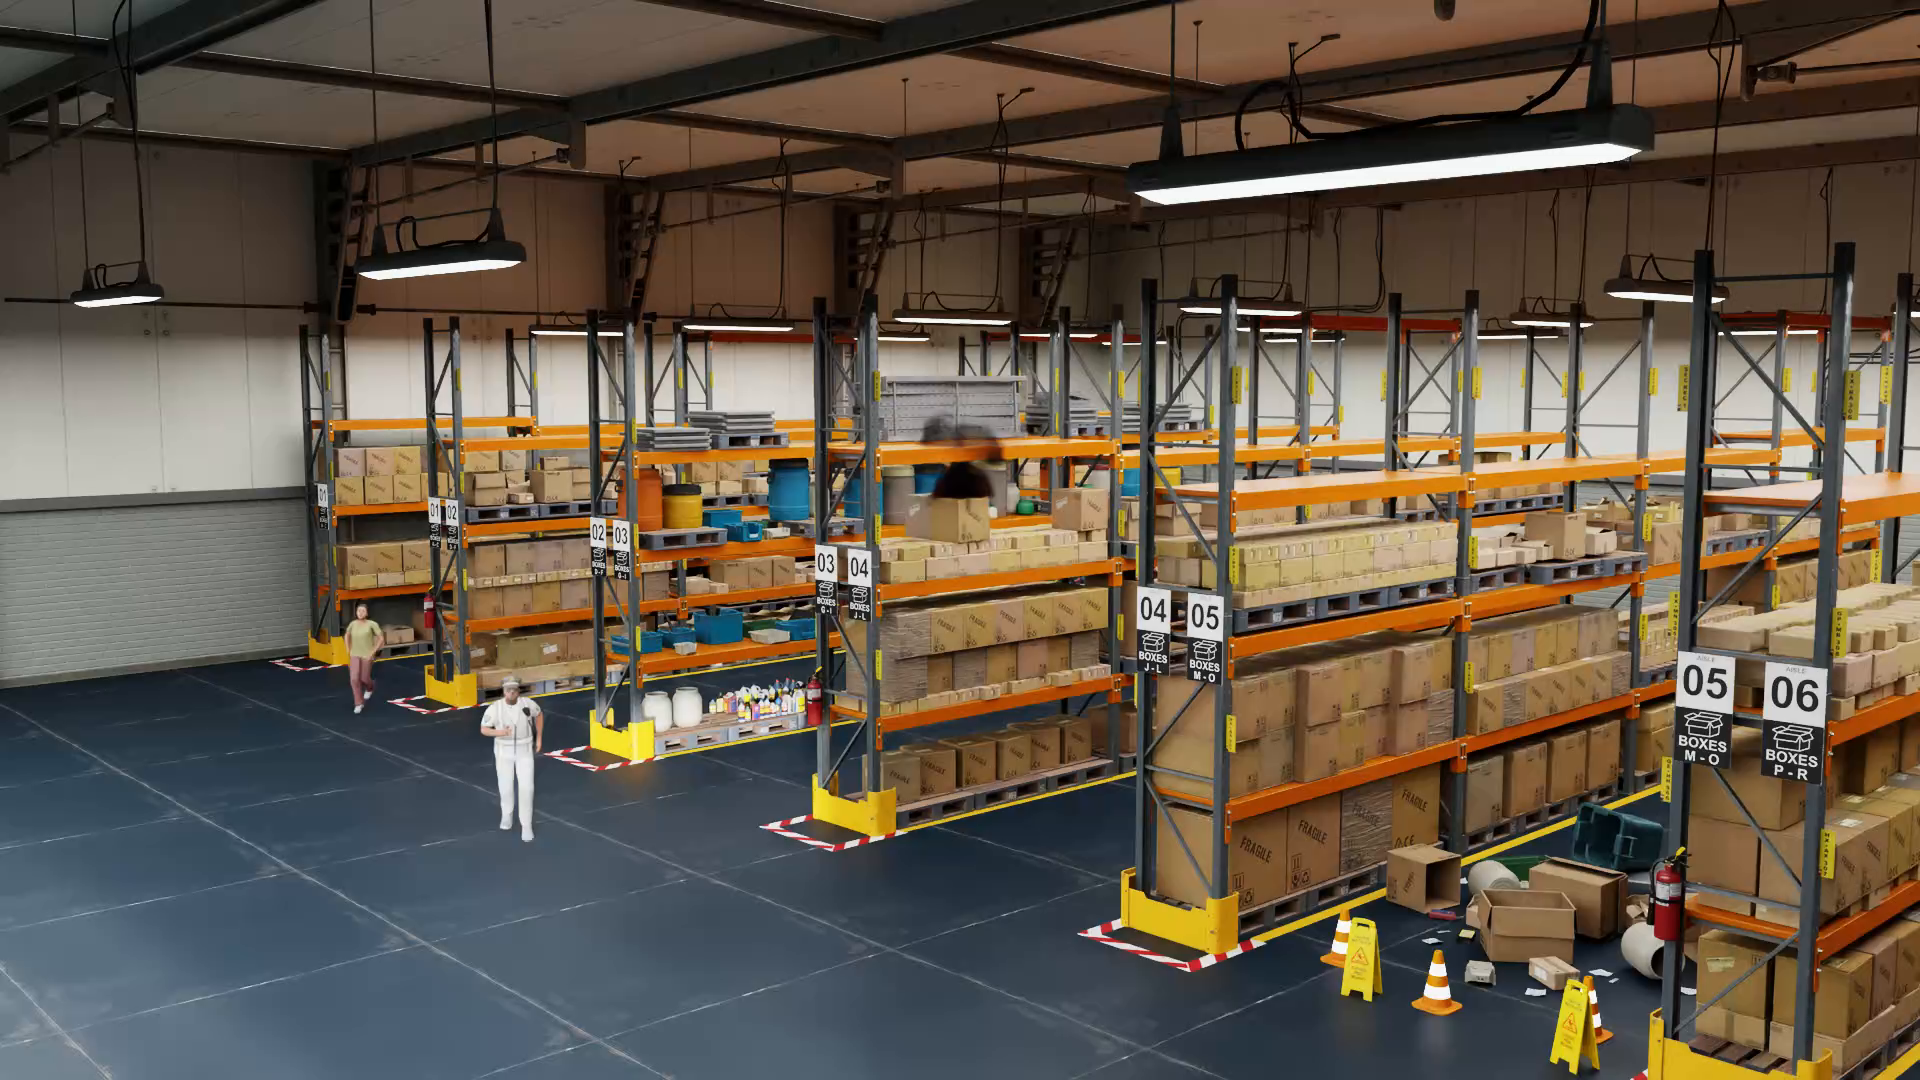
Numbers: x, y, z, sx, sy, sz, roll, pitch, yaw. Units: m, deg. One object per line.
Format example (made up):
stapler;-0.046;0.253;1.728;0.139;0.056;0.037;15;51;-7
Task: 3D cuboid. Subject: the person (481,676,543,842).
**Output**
person;-4.988;2.415;18.558;0.678;1.858;0.810;-2;6;-17

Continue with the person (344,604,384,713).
person;-9.158;1.789;25.529;0.602;1.644;0.671;0;6;-4
